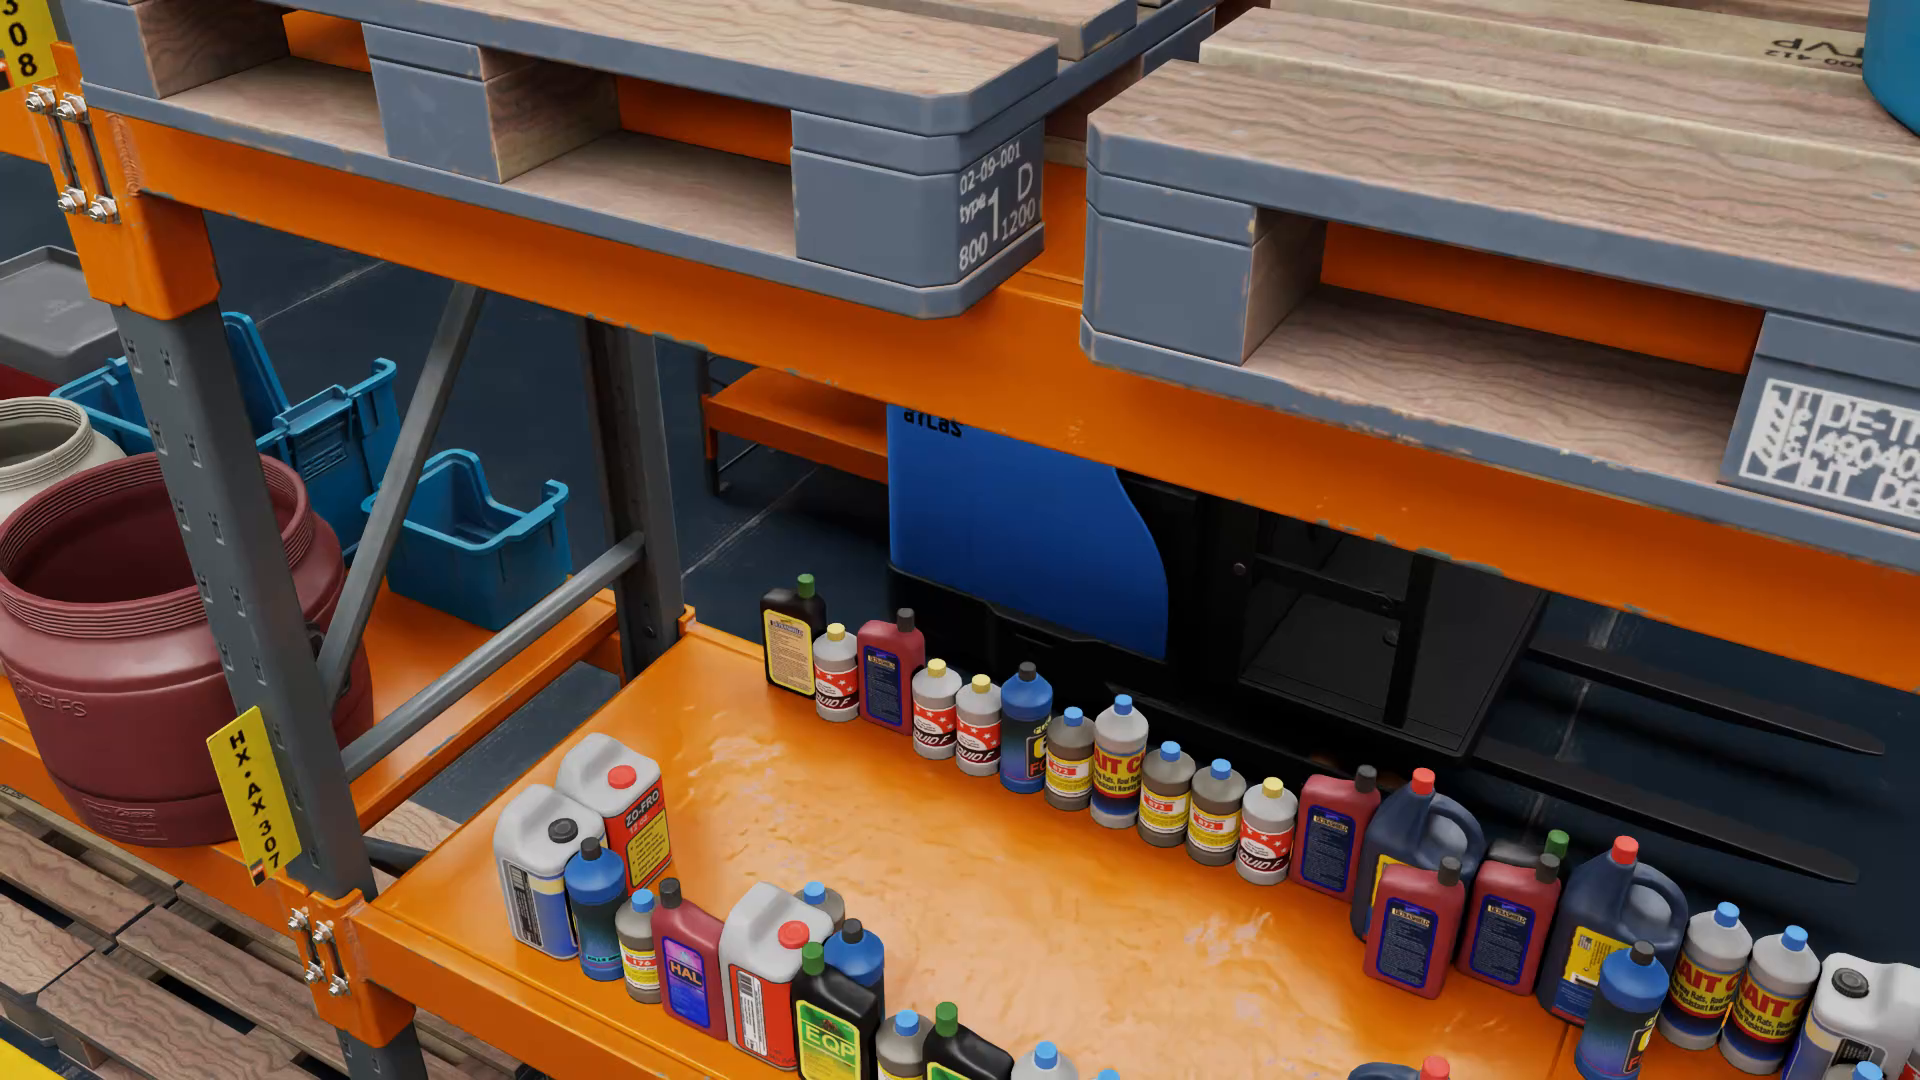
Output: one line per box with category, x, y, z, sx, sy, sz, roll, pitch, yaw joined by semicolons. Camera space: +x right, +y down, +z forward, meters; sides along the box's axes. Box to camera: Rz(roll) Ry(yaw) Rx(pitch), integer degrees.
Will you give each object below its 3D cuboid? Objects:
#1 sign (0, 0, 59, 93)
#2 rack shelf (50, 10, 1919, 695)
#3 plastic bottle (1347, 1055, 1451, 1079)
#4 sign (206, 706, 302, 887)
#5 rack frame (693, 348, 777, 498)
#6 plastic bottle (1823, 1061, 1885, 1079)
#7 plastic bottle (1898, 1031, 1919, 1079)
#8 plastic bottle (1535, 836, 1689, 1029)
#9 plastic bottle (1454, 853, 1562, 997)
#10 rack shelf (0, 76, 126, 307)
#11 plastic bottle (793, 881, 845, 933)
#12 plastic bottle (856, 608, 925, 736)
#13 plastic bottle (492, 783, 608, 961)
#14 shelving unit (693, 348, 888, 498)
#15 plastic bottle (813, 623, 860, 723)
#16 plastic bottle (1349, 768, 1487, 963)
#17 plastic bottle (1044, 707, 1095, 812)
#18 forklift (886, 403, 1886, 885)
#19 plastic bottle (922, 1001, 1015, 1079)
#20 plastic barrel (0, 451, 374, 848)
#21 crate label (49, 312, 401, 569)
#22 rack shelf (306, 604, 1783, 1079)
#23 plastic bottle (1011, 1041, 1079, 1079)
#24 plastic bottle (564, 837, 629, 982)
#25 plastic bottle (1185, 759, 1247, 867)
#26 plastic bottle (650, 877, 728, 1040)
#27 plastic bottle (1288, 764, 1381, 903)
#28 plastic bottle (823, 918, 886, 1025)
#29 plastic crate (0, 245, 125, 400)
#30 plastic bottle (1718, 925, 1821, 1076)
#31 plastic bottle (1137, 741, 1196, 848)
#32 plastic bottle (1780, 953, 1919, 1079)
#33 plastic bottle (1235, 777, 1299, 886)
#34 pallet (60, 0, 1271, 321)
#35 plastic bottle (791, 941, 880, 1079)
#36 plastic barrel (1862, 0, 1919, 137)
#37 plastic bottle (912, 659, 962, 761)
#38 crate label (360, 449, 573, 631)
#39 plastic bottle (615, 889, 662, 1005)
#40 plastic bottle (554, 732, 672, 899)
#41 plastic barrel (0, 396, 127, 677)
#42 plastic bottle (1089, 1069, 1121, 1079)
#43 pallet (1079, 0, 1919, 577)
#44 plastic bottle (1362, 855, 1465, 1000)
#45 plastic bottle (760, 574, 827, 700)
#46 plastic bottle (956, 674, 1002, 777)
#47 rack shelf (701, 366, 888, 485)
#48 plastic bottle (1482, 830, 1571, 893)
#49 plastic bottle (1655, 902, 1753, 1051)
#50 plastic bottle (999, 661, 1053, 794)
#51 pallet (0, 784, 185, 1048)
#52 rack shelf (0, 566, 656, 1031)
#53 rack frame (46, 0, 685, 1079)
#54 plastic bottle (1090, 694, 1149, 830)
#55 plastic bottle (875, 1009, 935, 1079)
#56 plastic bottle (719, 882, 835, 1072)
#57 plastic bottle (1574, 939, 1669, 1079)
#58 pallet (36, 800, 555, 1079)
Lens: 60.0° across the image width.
sign;-1.166;-0.709;1.997;0.005;0.325;0.100;18;37;24
rack shelf;0.838;-0.170;1.742;4.000;0.370;1.077;18;37;24
plastic bottle;0.616;0.841;2.325;0.185;0.351;0.144;18;37;24
sign;-1.166;0.428;2.754;0.005;0.325;0.100;18;37;24
rack frame;-0.849;-0.757;6.372;0.032;1.125;0.500;18;38;25
plastic bottle;1.310;0.848;2.450;0.097;0.201;0.097;0;34;0
plastic bottle;1.470;0.801;2.520;0.097;0.201;0.097;0;34;0
plastic bottle;1.050;0.621;2.656;0.185;0.351;0.144;18;37;24
plastic bottle;0.902;0.615;2.726;0.133;0.283;0.061;18;37;24
rack shelf;-2.635;-1.270;3.394;4.000;0.370;1.077;18;37;24
plastic bottle;-0.236;0.648;2.749;0.097;0.201;0.097;0;34;0
plastic bottle;-0.136;0.247;3.278;0.133;0.283;0.061;18;37;24
plastic bottle;-0.684;0.555;2.822;0.135;0.276;0.152;18;37;24
shelving unit;-0.412;-0.613;6.155;1.048;1.125;0.538;18;38;25
plastic bottle;-0.245;0.258;3.335;0.097;0.201;0.097;0;34;0
plastic bottle;0.774;0.533;2.787;0.185;0.351;0.144;18;37;24
plastic bottle;0.209;0.402;3.120;0.097;0.201;0.097;0;34;0
forklift;1.280;-0.701;4.658;3.031;2.935;1.130;18;38;25
plastic bottle;0.012;0.802;2.445;0.133;0.283;0.061;18;37;24
plastic barrel;-1.452;0.190;3.135;0.708;0.536;0.600;18;37;24
crate label;-1.627;-0.189;3.796;0.616;0.435;0.502;18;37;24
rack shelf;0.838;1.078;2.573;4.000;0.370;1.077;18;37;24
plastic bottle;0.121;0.829;2.414;0.097;0.271;0.097;0;34;0
plastic bottle;-0.597;0.602;2.756;0.097;0.271;0.097;0;34;0
plastic bottle;0.463;0.482;2.999;0.097;0.201;0.097;0;34;0
plastic bottle;-0.421;0.664;2.651;0.133;0.283;0.061;18;37;24
plastic bottle;0.656;0.498;2.902;0.133;0.283;0.061;18;37;24
plastic bottle;-0.165;0.700;2.609;0.097;0.271;0.097;0;34;0
plastic crate;-2.150;-0.389;4.071;0.583;0.464;0.402;18;37;24
plastic bottle;1.269;0.708;2.596;0.097;0.271;0.097;0;34;0
plastic bottle;0.378;0.455;3.039;0.097;0.201;0.097;0;34;0
plastic bottle;1.356;0.752;2.527;0.135;0.276;0.152;18;37;24
plastic bottle;0.547;0.509;2.959;0.097;0.201;0.097;0;34;0
pallet;-0.283;-0.684;2.034;1.213;0.211;1.003;18;37;24
plastic bottle;-0.188;0.738;2.541;0.133;0.283;0.061;18;37;24
plastic barrel;1.016;-0.699;1.056;0.708;0.901;0.600;18;37;24
plastic bottle;-0.045;0.322;3.240;0.097;0.201;0.097;0;34;0
crate label;-1.079;0.002;3.691;0.416;0.233;0.303;18;37;24
plastic bottle;-0.512;0.658;2.735;0.097;0.201;0.097;0;34;0
plastic bottle;-0.608;0.482;2.932;0.135;0.276;0.152;18;37;24
plastic barrel;-1.898;0.002;3.439;0.421;0.512;0.421;0;34;0
plastic bottle;0.206;0.856;2.374;0.097;0.271;0.097;0;34;0
pallet;0.859;-0.320;1.488;1.213;0.211;1.003;18;37;24
plastic bottle;0.745;0.618;2.721;0.133;0.283;0.061;18;37;24
plastic bottle;-0.336;0.183;3.374;0.133;0.283;0.061;18;37;24
plastic bottle;0.040;0.348;3.200;0.097;0.201;0.097;0;34;0
rack shelf;-0.412;-0.409;6.291;1.000;0.278;0.538;18;38;25
plastic bottle;0.933;0.585;2.770;0.133;0.283;0.061;18;37;24
plastic bottle;1.184;0.682;2.636;0.097;0.271;0.097;0;34;0
plastic bottle;0.124;0.346;3.140;0.097;0.271;0.097;0;34;0
pallet;-2.607;0.822;4.826;1.213;0.211;1.003;18;37;24
rack shelf;-2.635;-0.022;4.225;4.000;0.370;1.077;18;37;24
rack frame;-0.899;0.229;3.200;0.127;3.000;1.000;18;37;24
plastic bottle;0.294;0.399;3.060;0.097;0.271;0.097;0;34;0
plastic bottle;-0.079;0.795;2.529;0.097;0.201;0.097;0;34;0
plastic bottle;-0.282;0.682;2.631;0.135;0.276;0.152;18;37;24
plastic bottle;1.028;0.724;2.572;0.097;0.271;0.097;0;34;0
pallet;-1.552;1.158;4.321;1.213;0.211;1.003;18;37;24
